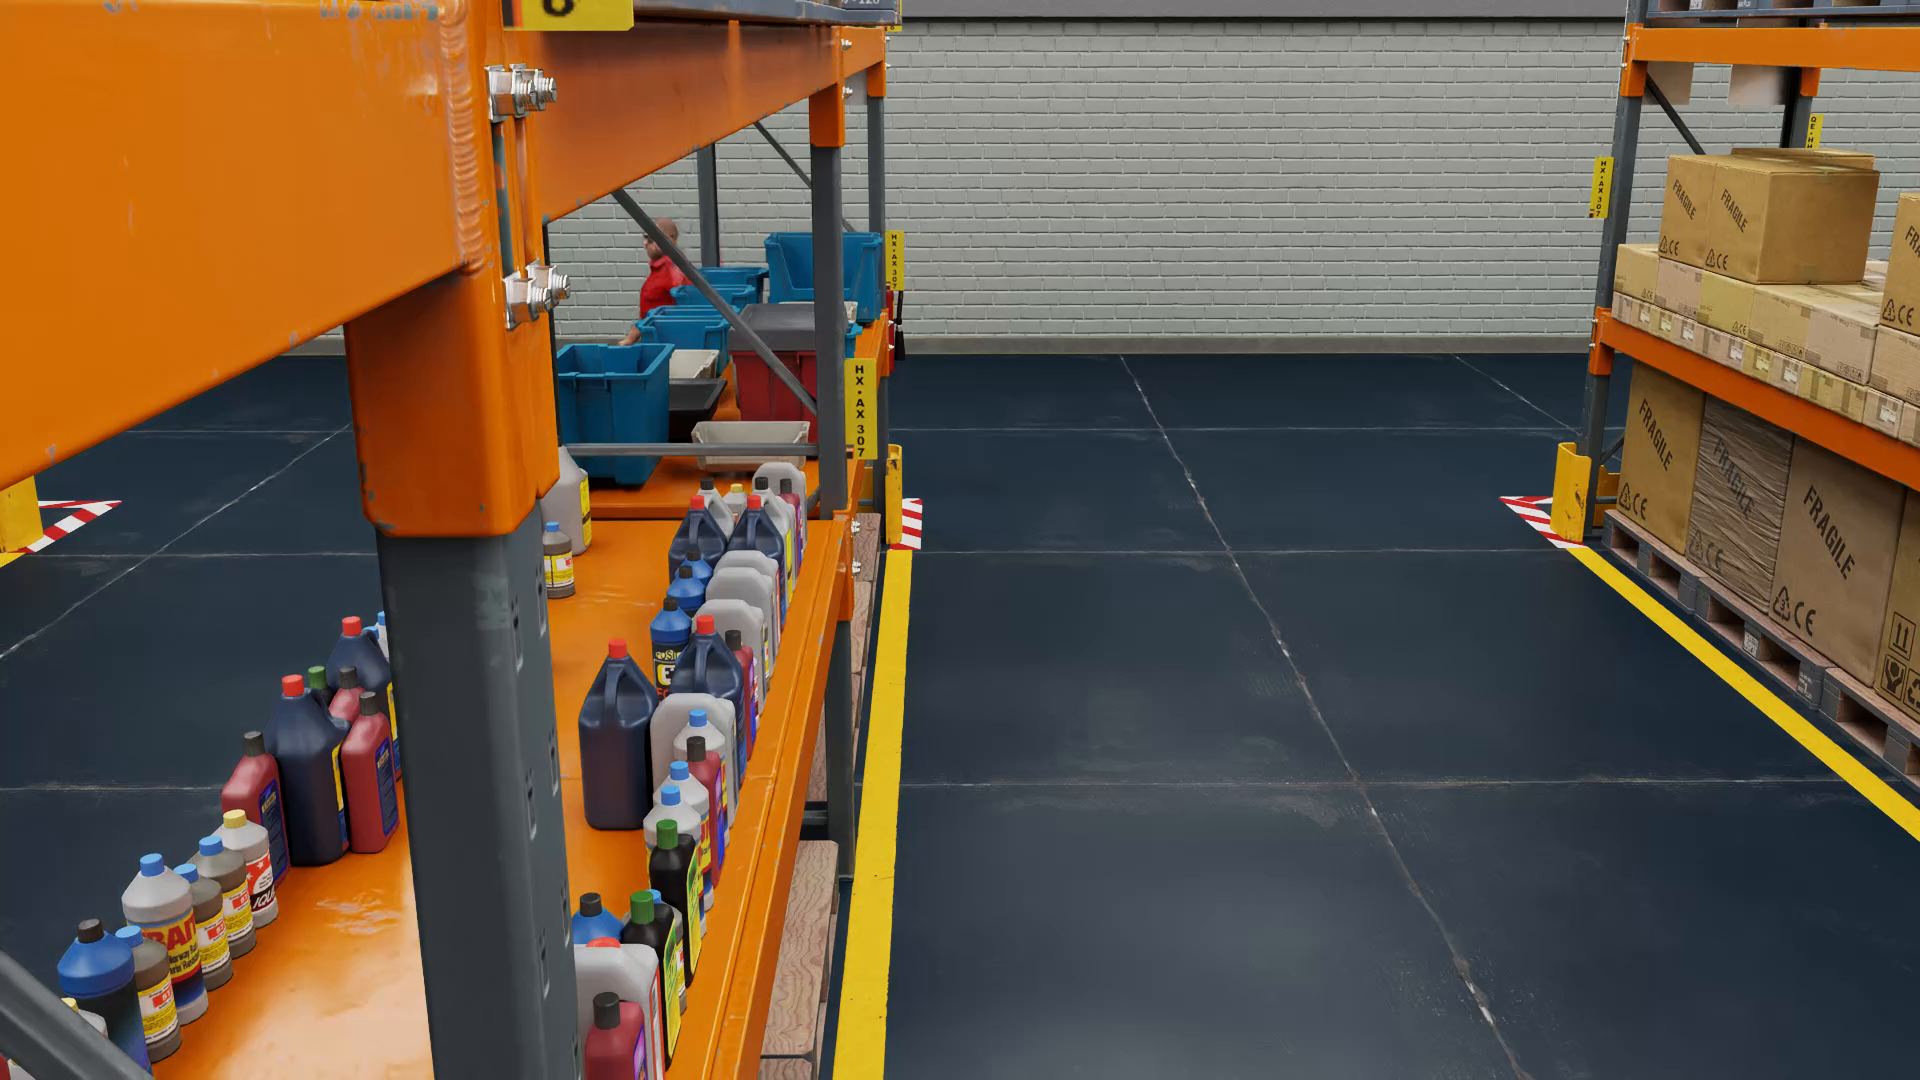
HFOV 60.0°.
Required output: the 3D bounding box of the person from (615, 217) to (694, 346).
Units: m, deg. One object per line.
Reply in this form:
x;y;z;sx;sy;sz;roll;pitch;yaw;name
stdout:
-1.890;-1.165;10.357;1.052;1.665;0.558;-4;18;-14;person
